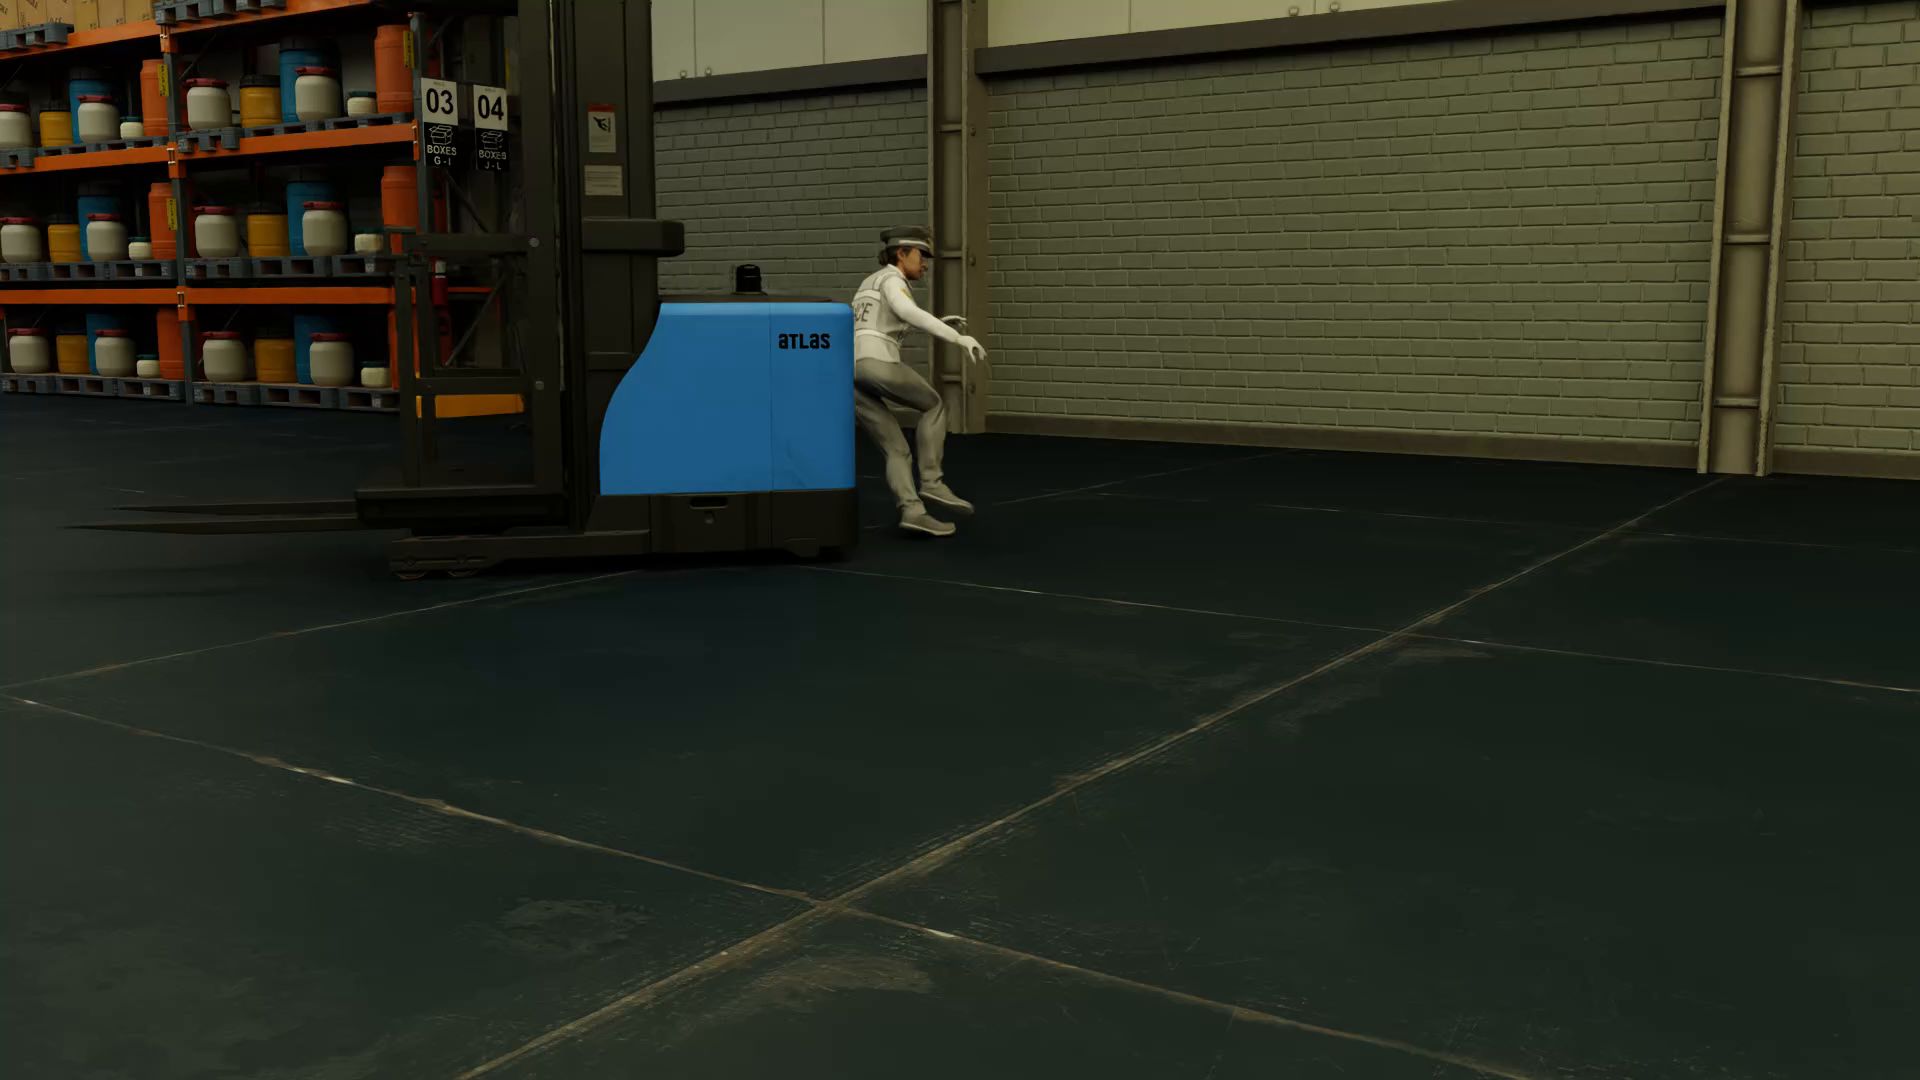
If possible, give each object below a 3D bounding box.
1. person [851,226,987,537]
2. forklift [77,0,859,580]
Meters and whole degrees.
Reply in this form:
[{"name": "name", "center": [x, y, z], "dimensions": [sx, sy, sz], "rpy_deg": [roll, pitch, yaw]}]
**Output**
[{"name": "person", "center": [-0.191, -0.784, 7.996], "dimensions": [0.836, 1.432, 0.916], "rpy_deg": [-8, 11, -44]}, {"name": "forklift", "center": [-1.999, -1.377, 6.879], "dimensions": [3.031, 2.935, 1.130], "rpy_deg": [-2, 8, -13]}]
